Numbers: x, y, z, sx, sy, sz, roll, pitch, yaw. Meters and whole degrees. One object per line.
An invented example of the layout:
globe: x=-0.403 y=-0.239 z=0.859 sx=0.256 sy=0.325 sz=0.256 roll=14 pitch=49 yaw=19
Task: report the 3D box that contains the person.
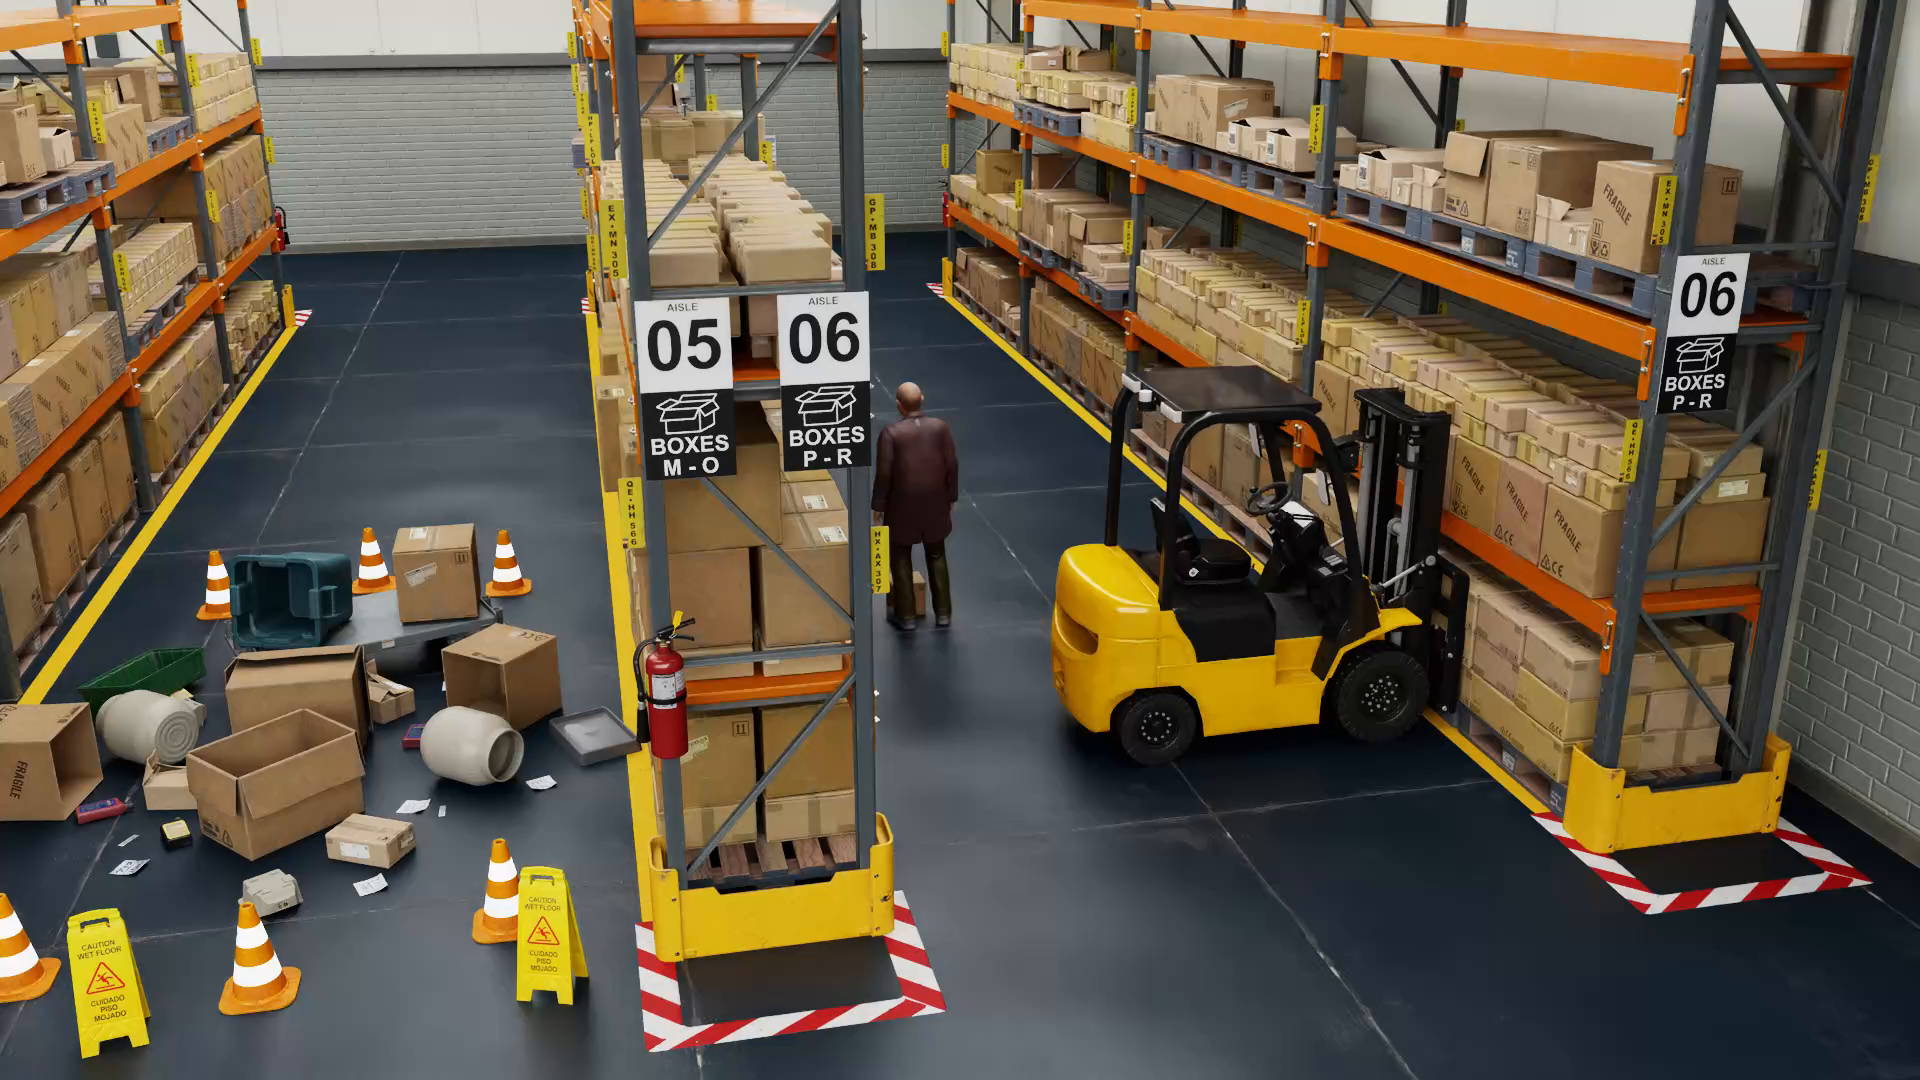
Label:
person: x=-0.321 y=-0.244 z=11.787 sx=0.653 sy=1.774 sz=0.426 roll=-7 pitch=20 yaw=-19
